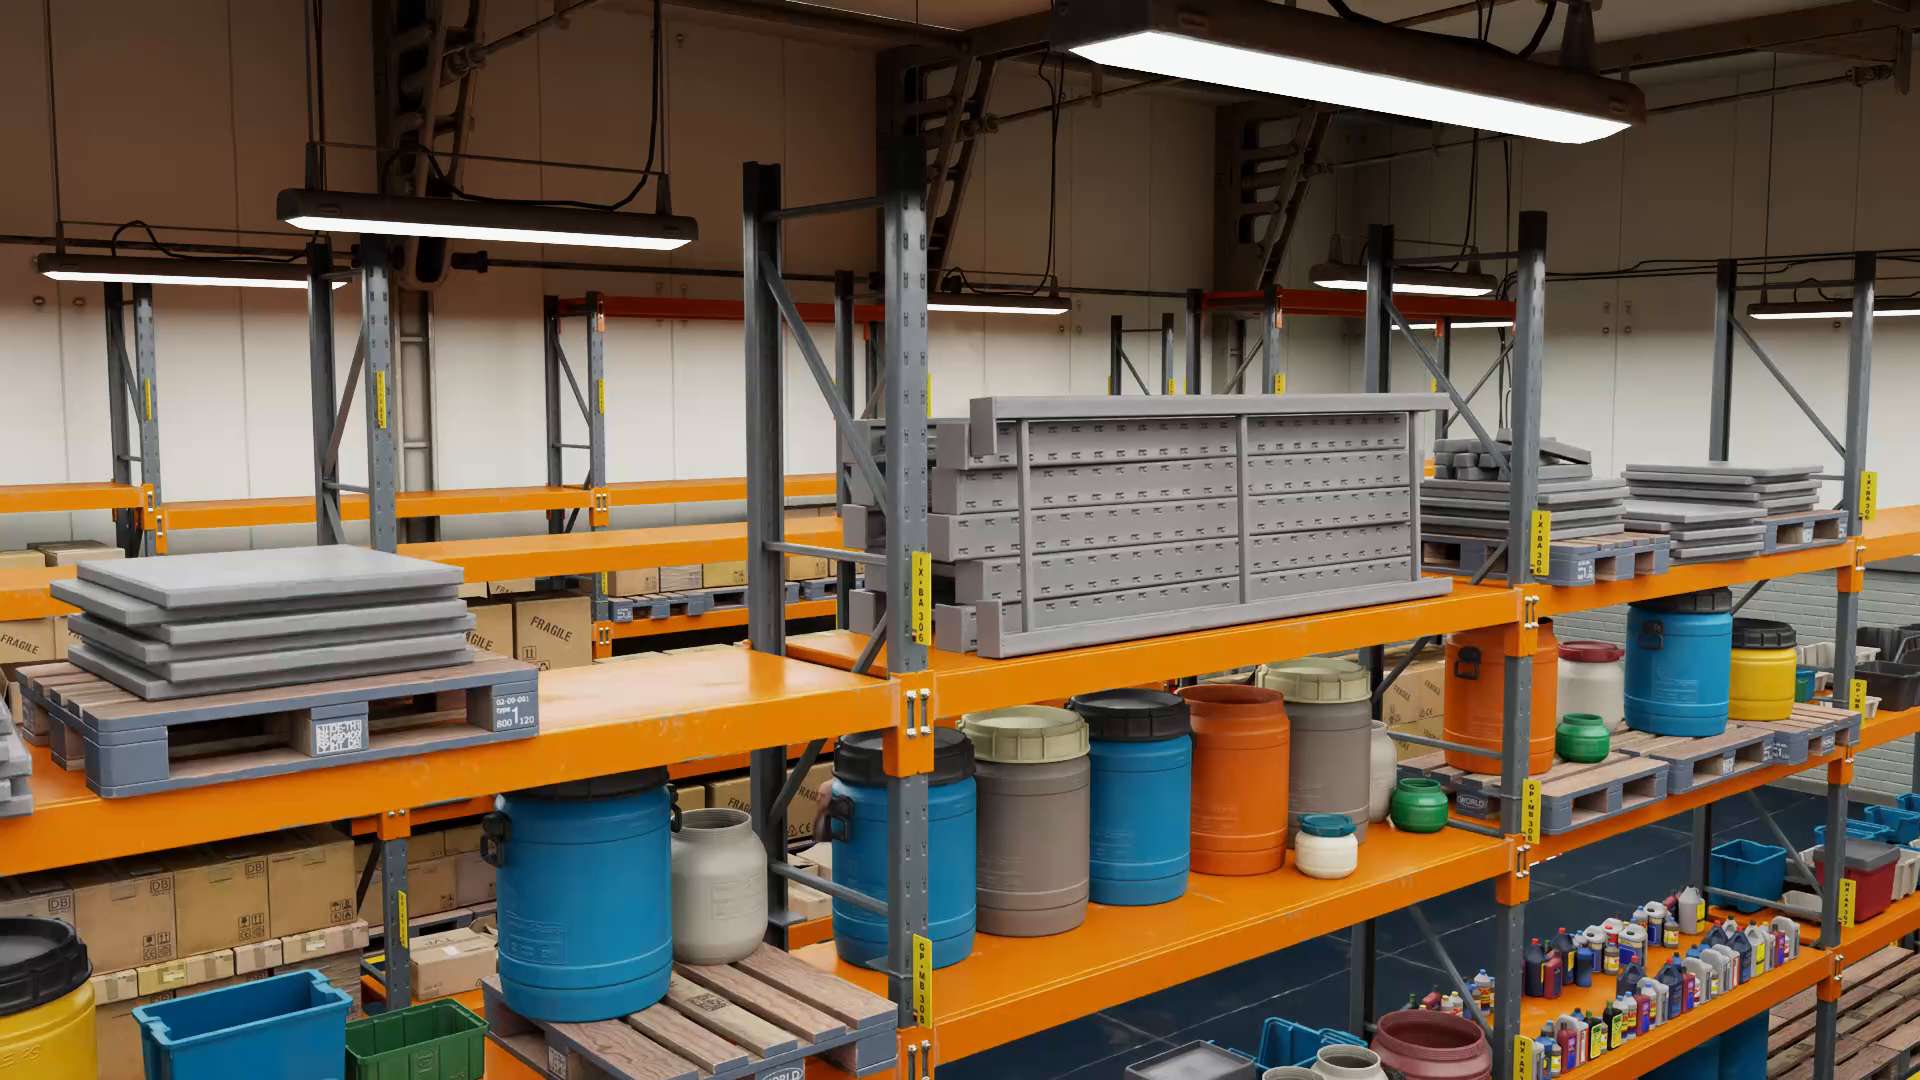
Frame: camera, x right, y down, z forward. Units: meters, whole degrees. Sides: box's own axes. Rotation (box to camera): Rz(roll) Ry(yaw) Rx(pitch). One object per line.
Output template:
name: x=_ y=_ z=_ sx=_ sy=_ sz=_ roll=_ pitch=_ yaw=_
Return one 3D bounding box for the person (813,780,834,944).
person: x=-1.042 y=2.975 z=14.375 sx=0.878 sy=1.656 sz=0.703 roll=-4 pitch=7 yaw=-35
